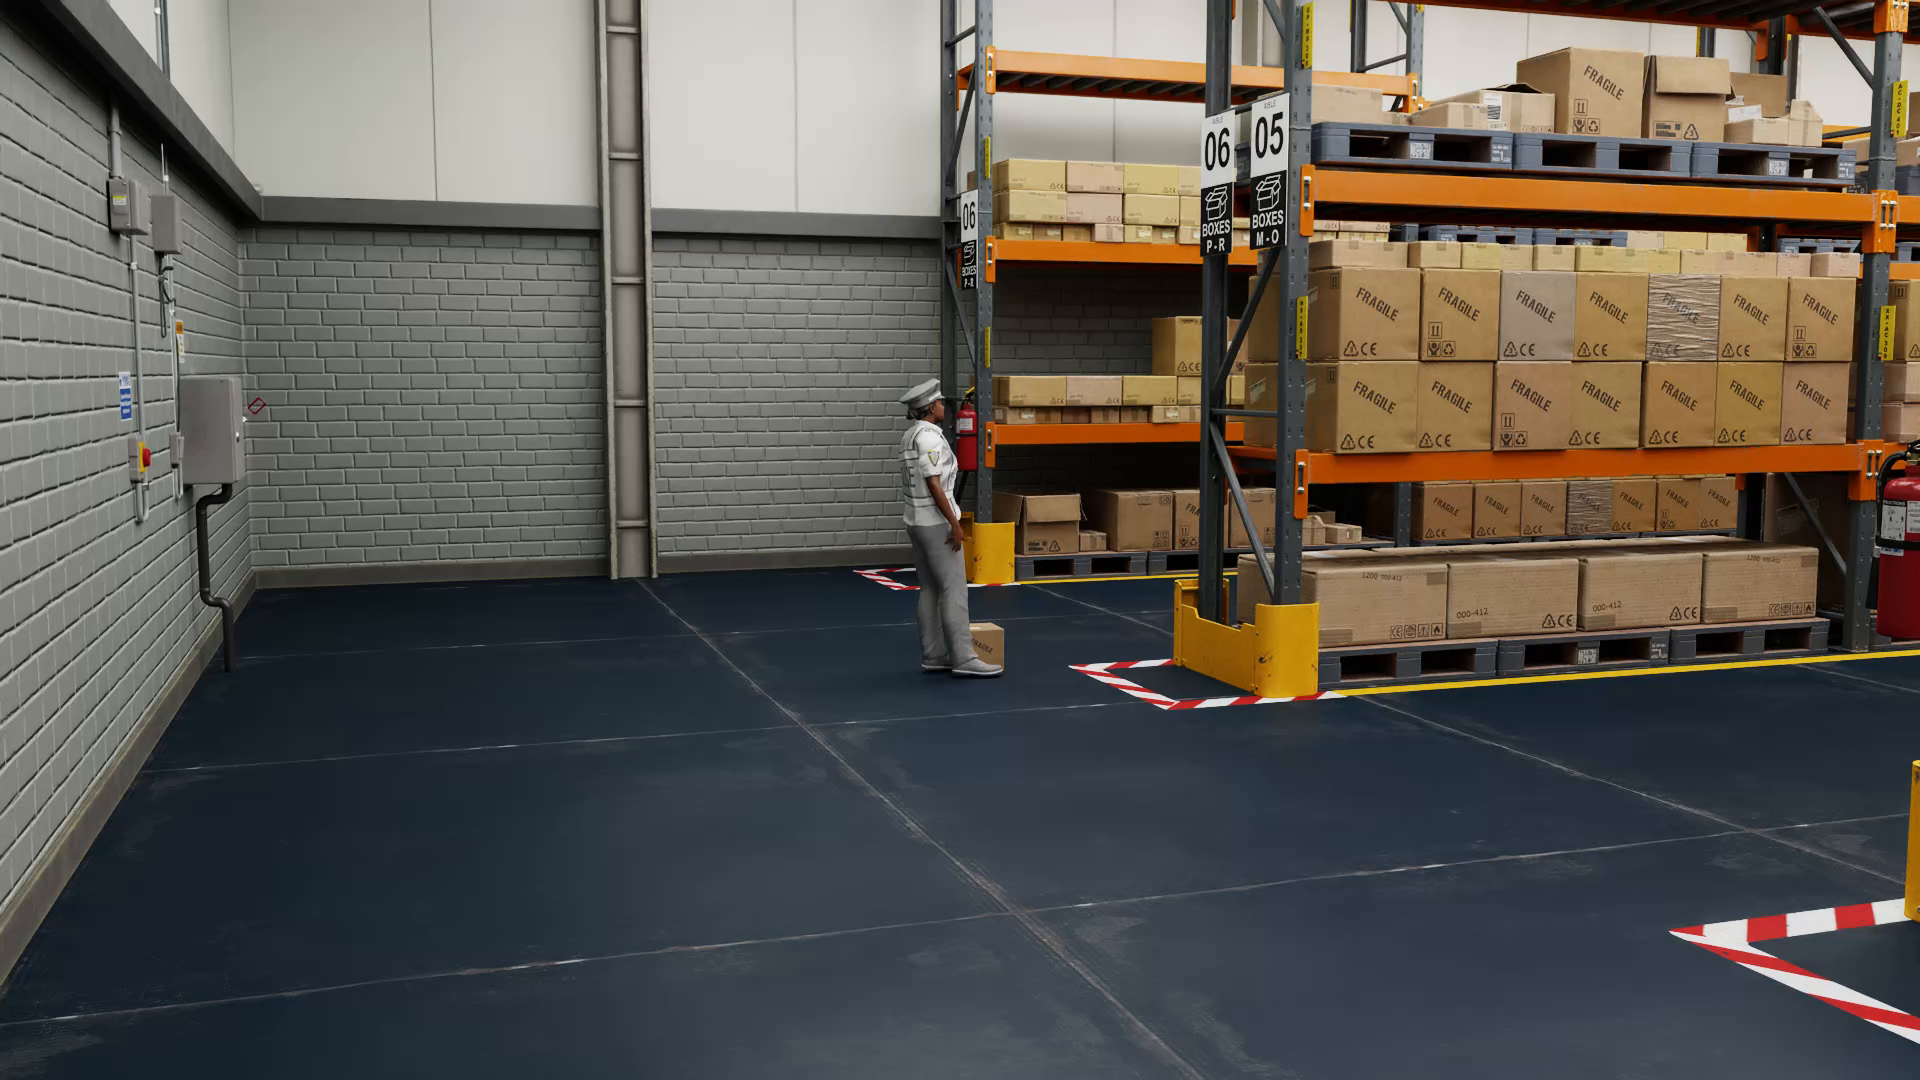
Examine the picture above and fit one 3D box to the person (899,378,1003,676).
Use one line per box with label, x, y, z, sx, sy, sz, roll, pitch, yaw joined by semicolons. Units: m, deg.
person;-0.079;-0.081;9.615;0.528;1.694;0.569;-2;6;-19
